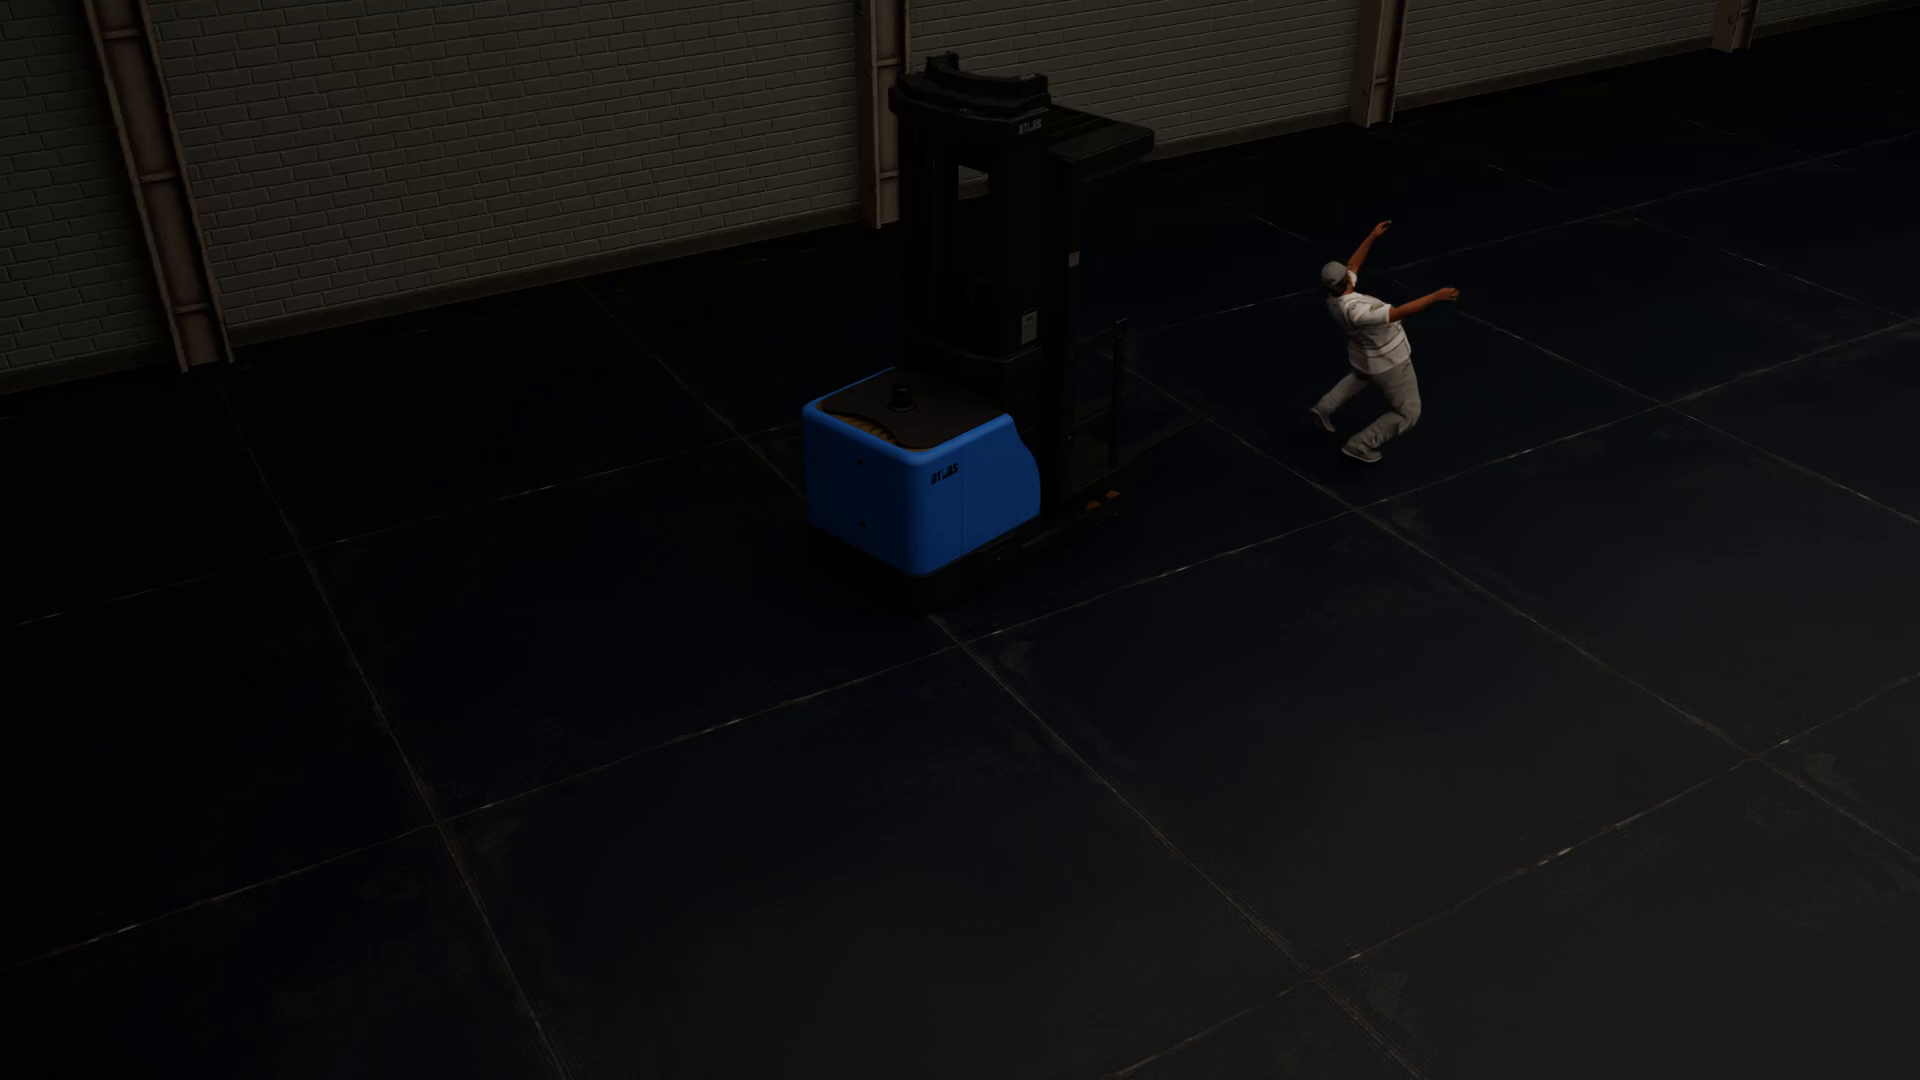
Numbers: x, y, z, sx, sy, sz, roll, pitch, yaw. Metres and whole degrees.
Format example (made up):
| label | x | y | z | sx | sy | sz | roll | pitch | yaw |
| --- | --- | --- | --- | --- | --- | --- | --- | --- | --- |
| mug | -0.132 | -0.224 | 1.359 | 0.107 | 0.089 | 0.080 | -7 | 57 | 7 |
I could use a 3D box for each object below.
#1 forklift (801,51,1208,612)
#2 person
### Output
| label | x | y | z | sx | sy | sz | roll | pitch | yaw |
| --- | --- | --- | --- | --- | --- | --- | --- | --- | --- |
| forklift | 0.433 | -1.502 | 10.155 | 1.130 | 2.935 | 3.031 | 26 | 40 | 36 |
| person | 2.740 | -1.236 | 11.040 | 0.657 | 1.552 | 0.950 | -12 | 33 | -19 |
